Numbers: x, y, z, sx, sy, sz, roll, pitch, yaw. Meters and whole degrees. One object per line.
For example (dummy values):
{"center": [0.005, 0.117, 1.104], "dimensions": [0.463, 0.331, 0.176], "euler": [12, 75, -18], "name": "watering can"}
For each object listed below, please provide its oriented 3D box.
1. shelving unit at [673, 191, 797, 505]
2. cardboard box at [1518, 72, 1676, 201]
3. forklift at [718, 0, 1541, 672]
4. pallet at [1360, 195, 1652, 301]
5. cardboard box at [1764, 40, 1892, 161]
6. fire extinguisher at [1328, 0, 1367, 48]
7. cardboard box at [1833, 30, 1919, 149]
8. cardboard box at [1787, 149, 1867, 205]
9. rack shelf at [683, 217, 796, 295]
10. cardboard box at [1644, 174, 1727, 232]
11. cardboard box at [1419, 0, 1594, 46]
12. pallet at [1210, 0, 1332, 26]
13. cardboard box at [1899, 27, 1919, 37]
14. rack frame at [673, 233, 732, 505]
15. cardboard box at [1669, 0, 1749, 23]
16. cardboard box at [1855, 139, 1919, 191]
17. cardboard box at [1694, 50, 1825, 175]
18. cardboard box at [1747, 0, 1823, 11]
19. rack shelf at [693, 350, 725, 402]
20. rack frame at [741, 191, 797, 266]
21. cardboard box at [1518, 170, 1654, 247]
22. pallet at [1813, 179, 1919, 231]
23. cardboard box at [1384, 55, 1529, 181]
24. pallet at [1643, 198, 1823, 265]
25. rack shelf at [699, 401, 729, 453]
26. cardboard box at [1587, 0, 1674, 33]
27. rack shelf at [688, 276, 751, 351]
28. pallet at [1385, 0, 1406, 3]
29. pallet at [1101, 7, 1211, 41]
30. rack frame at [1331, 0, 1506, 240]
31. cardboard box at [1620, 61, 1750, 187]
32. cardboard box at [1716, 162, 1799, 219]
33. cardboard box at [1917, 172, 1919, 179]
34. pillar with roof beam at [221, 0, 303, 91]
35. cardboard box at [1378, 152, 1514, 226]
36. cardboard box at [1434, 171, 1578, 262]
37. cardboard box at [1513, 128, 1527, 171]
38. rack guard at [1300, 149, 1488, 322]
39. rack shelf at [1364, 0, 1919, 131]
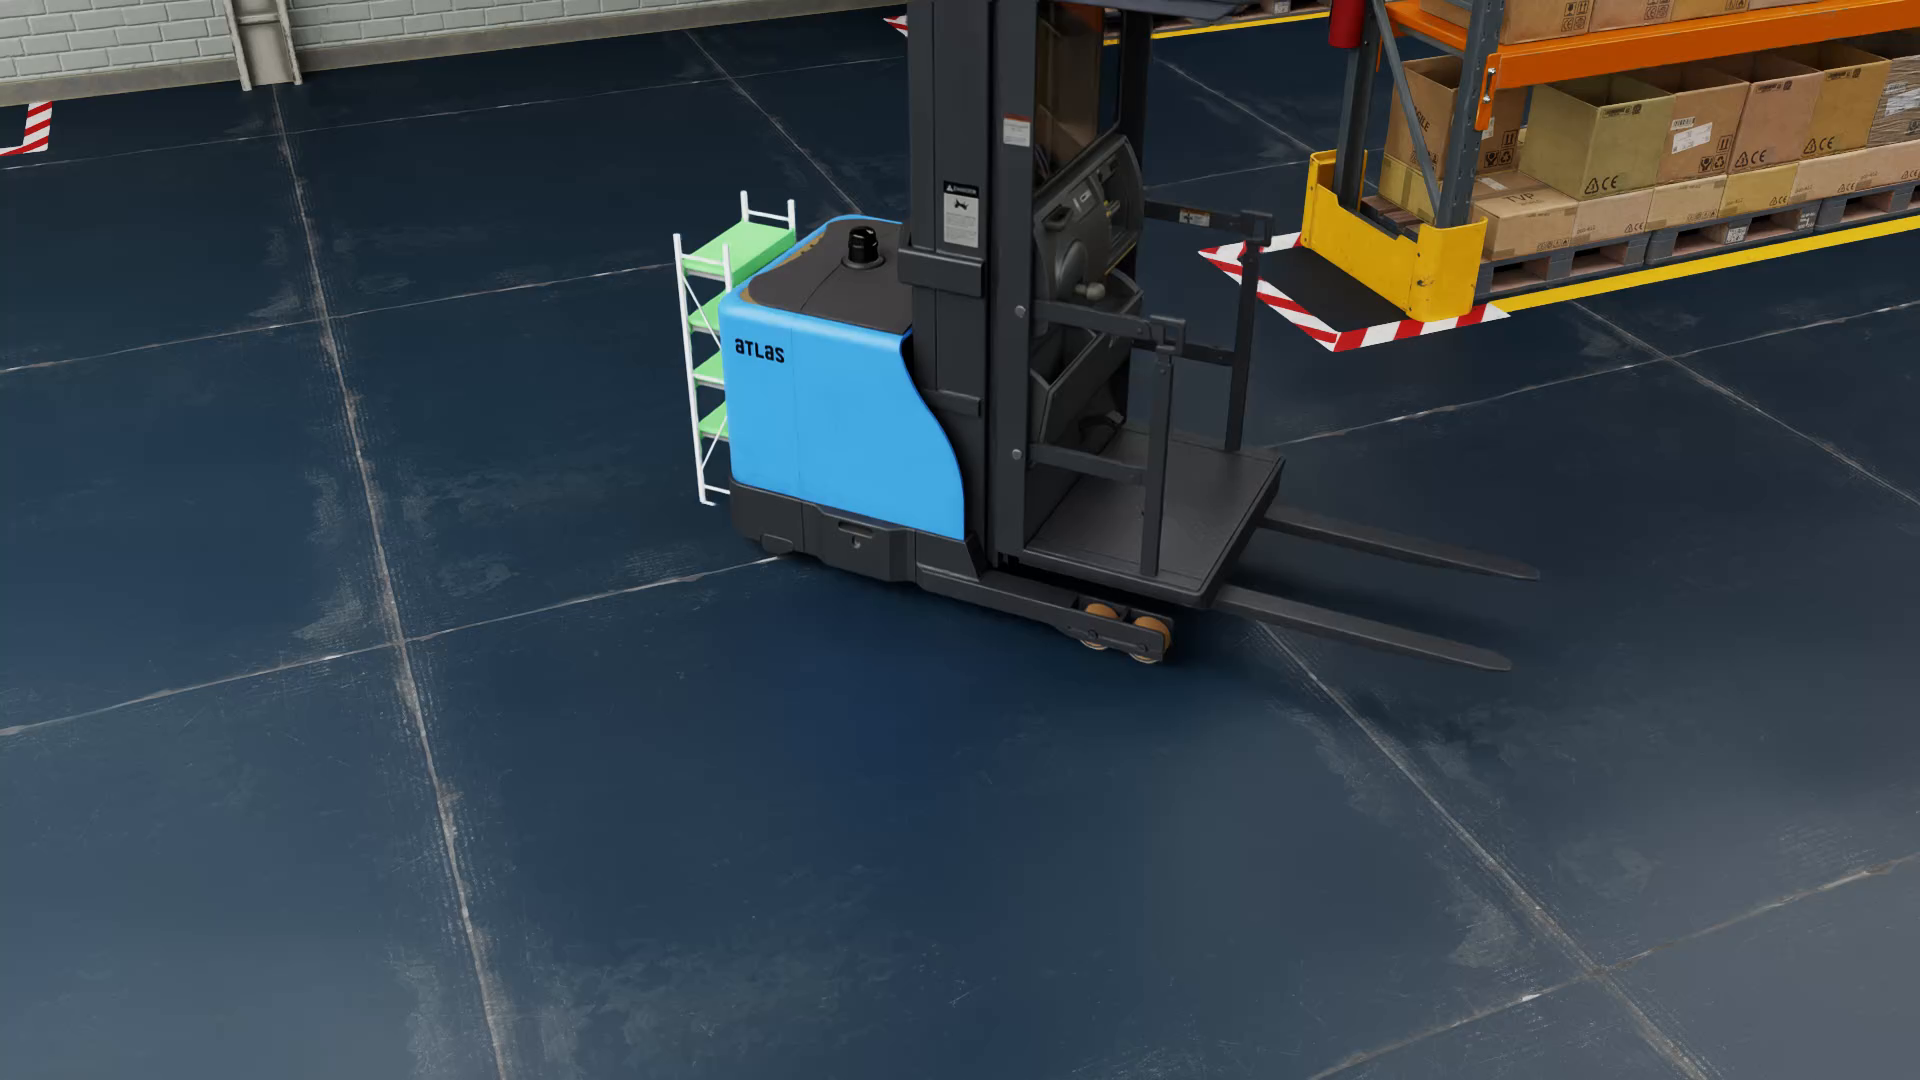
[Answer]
{"center": [-0.877, -0.757, 6.813], "dimensions": [0.258, 1.200, 0.503], "euler": [14, 36, 21], "name": "shelving unit"}
{"center": [3.332, -2.133, 8.727], "dimensions": [0.500, 0.500, 0.500], "euler": [-13, 35, -19], "name": "cardboard box"}
{"center": [0.641, -1.111, 5.771], "dimensions": [3.031, 2.935, 1.130], "euler": [14, 36, 21], "name": "forklift"}
{"center": [2.980, -1.701, 9.171], "dimensions": [1.213, 0.211, 1.003], "euler": [-13, 35, -19], "name": "pallet"}
{"center": [4.711, -2.455, 9.221], "dimensions": [0.500, 0.500, 0.500], "euler": [-13, 35, -19], "name": "cardboard box"}
{"center": [2.002, -2.864, 8.472], "dimensions": [0.183, 0.674, 0.296], "euler": [-13, 35, -19], "name": "fire extinguisher"}
{"center": [5.171, -2.562, 9.386], "dimensions": [0.500, 0.500, 0.500], "euler": [-13, 35, -19], "name": "cardboard box"}
{"center": [4.716, -2.134, 9.416], "dimensions": [0.500, 0.250, 0.500], "euler": [-13, 35, -19], "name": "cardboard box"}
{"center": [-0.877, -1.106, 6.586], "dimensions": [0.258, 0.148, 0.480], "euler": [14, 36, 21], "name": "rack shelf"}
{"center": [3.792, -1.925, 9.095], "dimensions": [0.500, 0.250, 0.500], "euler": [-13, 35, -19], "name": "cardboard box"}
{"center": [2.726, -2.822, 8.244], "dimensions": [0.500, 0.500, 0.700], "euler": [-13, 35, -19], "name": "cardboard box"}
{"center": [2.326, -4.434, 13.371], "dimensions": [1.213, 0.211, 1.003], "euler": [-13, 35, -19], "name": "pallet"}
{"center": [5.430, -2.929, 9.950], "dimensions": [0.500, 0.500, 0.500], "euler": [-13, 35, -19], "name": "cardboard box"}
{"center": [-0.981, -0.636, 6.628], "dimensions": [0.240, 1.200, 0.015], "euler": [14, 36, 21], "name": "rack frame"}
{"center": [3.669, -3.037, 8.575], "dimensions": [0.500, 0.500, 0.700], "euler": [-13, 35, -19], "name": "cardboard box"}
{"center": [5.171, -2.247, 9.589], "dimensions": [0.500, 0.250, 0.500], "euler": [-13, 35, -19], "name": "cardboard box"}
{"center": [4.256, -2.342, 9.048], "dimensions": [0.500, 0.500, 0.500], "euler": [-13, 35, -19], "name": "cardboard box"}
{"center": [4.153, -3.150, 8.749], "dimensions": [0.500, 0.500, 0.700], "euler": [-12, 35, -18], "name": "cardboard box"}
{"center": [-0.877, -0.703, 6.848], "dimensions": [0.258, 0.148, 0.480], "euler": [14, 36, 21], "name": "rack shelf"}
{"center": [-0.773, -0.877, 6.998], "dimensions": [0.240, 1.200, 0.015], "euler": [14, 36, 21], "name": "rack frame"}
{"center": [3.331, -1.820, 8.933], "dimensions": [0.500, 0.250, 0.500], "euler": [-13, 35, -19], "name": "cardboard box"}
{"center": [5.230, -2.216, 9.963], "dimensions": [1.213, 0.211, 1.003], "euler": [-13, 35, -19], "name": "pallet"}
{"center": [2.670, -2.288, 8.965], "dimensions": [0.500, 0.500, 0.500], "euler": [-13, 35, -19], "name": "cardboard box"}
{"center": [4.103, -1.957, 9.564], "dimensions": [1.213, 0.211, 1.003], "euler": [-13, 35, -19], "name": "pallet"}
{"center": [-0.877, -0.502, 6.979], "dimensions": [0.258, 0.148, 0.480], "euler": [14, 36, 21], "name": "rack shelf"}
{"center": [3.209, -2.935, 8.419], "dimensions": [0.500, 0.500, 0.700], "euler": [-12, 35, -18], "name": "cardboard box"}
{"center": [-0.877, -0.905, 6.717], "dimensions": [0.258, 0.148, 0.480], "euler": [14, 36, 21], "name": "rack shelf"}
{"center": [3.452, -4.694, 13.770], "dimensions": [1.213, 0.211, 1.003], "euler": [-13, 35, -19], "name": "pallet"}
{"center": [1.203, -4.179, 12.979], "dimensions": [1.213, 0.211, 1.003], "euler": [-13, 35, -19], "name": "pallet"}
{"center": [2.291, -2.688, 8.130], "dimensions": [0.127, 3.000, 1.000], "euler": [-13, 35, -19], "name": "rack frame"}
{"center": [3.788, -2.245, 8.899], "dimensions": [0.500, 0.500, 0.500], "euler": [-13, 35, -19], "name": "cardboard box"}
{"center": [4.255, -2.028, 9.253], "dimensions": [0.500, 0.250, 0.500], "euler": [-13, 35, -19], "name": "cardboard box"}
{"center": [5.636, -2.348, 9.744], "dimensions": [0.500, 0.250, 0.500], "euler": [-13, 35, -19], "name": "cardboard box"}
{"center": [-3.185, -4.844, 5.943], "dimensions": [0.400, 9.000, 9.100], "euler": [-13, 35, -19], "name": "pillar with roof beam"}
{"center": [2.671, -1.973, 9.168], "dimensions": [0.500, 0.250, 0.500], "euler": [-13, 35, -19], "name": "cardboard box"}
{"center": [2.872, -1.712, 8.768], "dimensions": [0.500, 0.250, 0.500], "euler": [-13, 35, -19], "name": "cardboard box"}
{"center": [3.127, -2.084, 9.339], "dimensions": [0.500, 0.250, 0.500], "euler": [-13, 35, -19], "name": "cardboard box"}
{"center": [2.269, -1.635, 8.804], "dimensions": [0.348, 0.500, 1.175], "euler": [-13, 35, -19], "name": "rack guard"}
{"center": [4.135, -2.808, 8.975], "dimensions": [4.000, 0.370, 1.077], "euler": [-13, 35, -19], "name": "rack shelf"}
